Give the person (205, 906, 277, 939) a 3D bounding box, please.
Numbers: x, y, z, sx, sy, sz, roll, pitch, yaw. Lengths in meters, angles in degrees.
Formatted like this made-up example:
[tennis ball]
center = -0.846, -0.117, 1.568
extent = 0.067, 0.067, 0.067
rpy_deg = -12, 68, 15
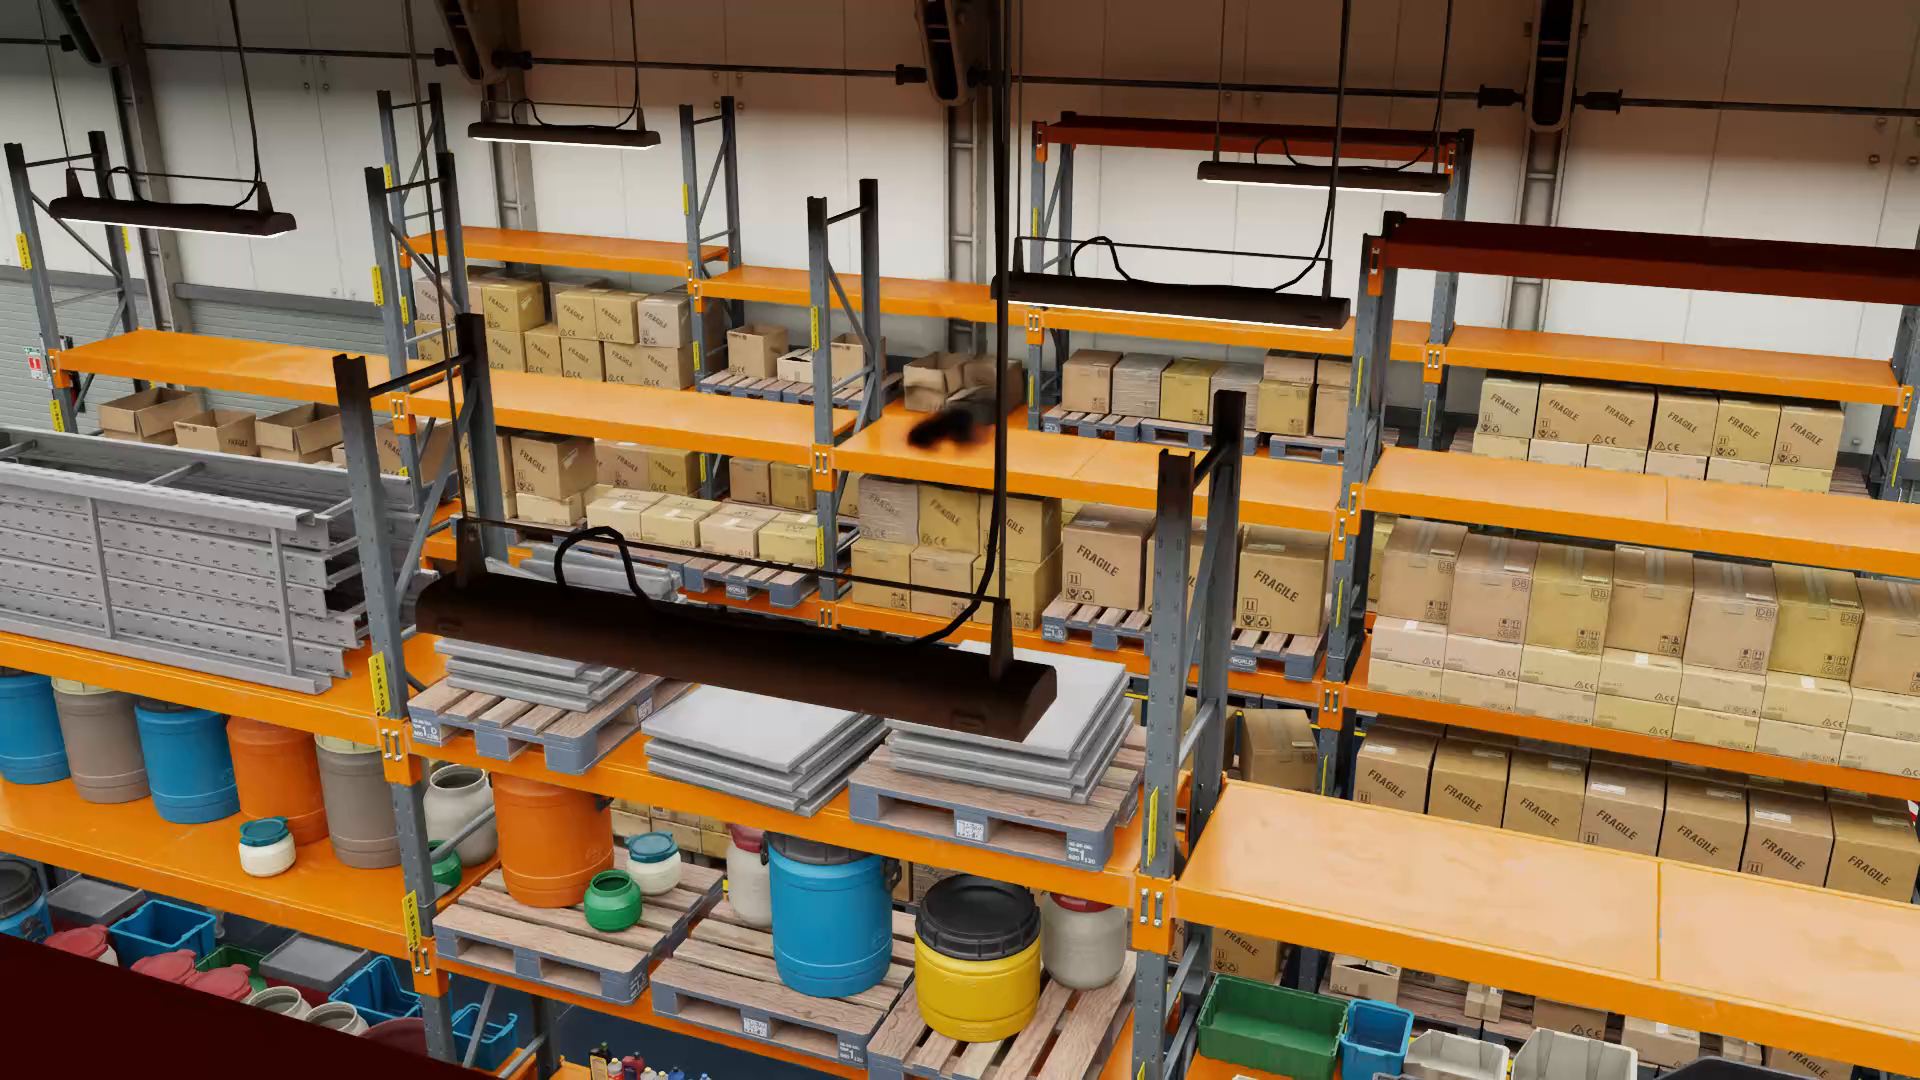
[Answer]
[person]
center = -5.871, 2.518, 13.393
extent = 0.789, 1.668, 0.618
rpy_deg = 3, 21, 8
